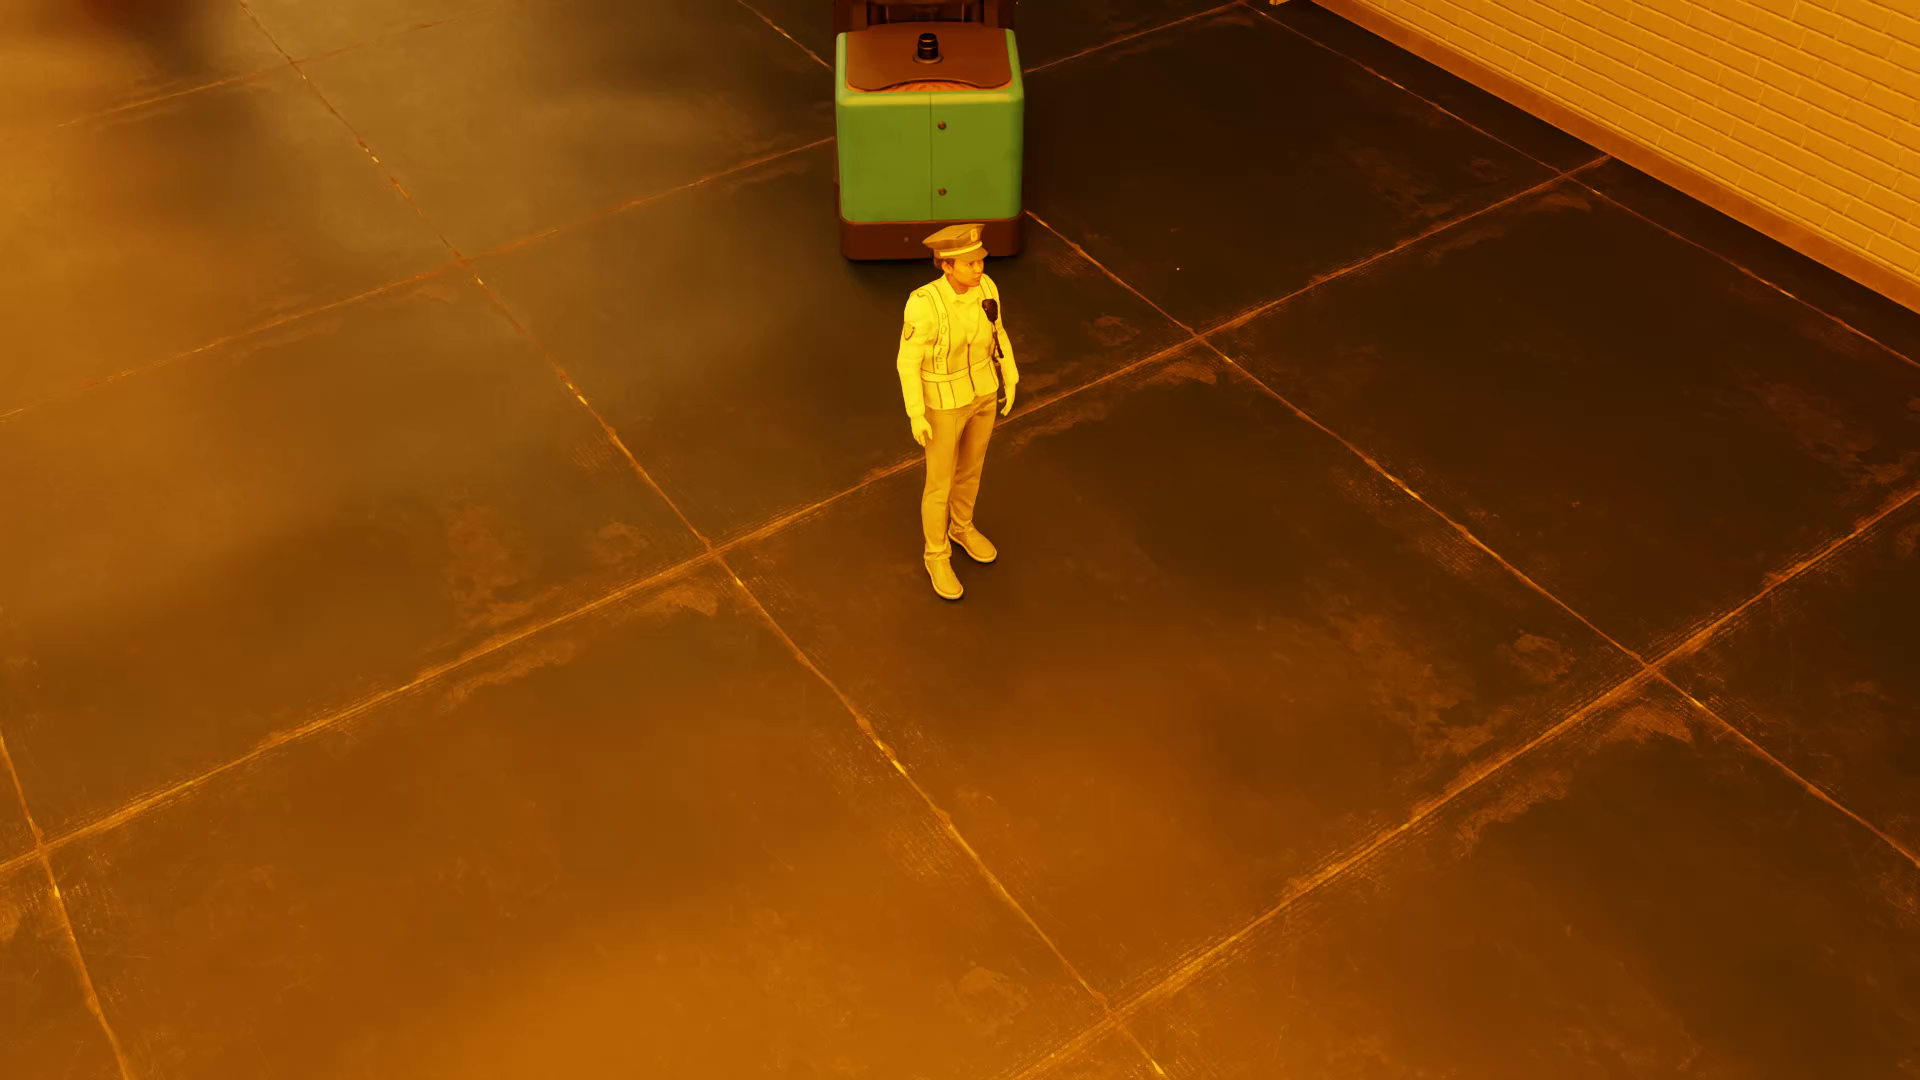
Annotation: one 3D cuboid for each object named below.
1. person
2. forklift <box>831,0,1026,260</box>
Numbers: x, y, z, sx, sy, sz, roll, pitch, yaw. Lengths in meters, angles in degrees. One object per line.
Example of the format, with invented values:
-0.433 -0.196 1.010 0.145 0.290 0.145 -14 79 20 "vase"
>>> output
0.033 -0.589 7.256 0.587 1.696 0.534 -25 48 -25 "person"
-0.229 -3.663 9.691 1.130 2.935 3.031 -2 43 -2 "forklift"
